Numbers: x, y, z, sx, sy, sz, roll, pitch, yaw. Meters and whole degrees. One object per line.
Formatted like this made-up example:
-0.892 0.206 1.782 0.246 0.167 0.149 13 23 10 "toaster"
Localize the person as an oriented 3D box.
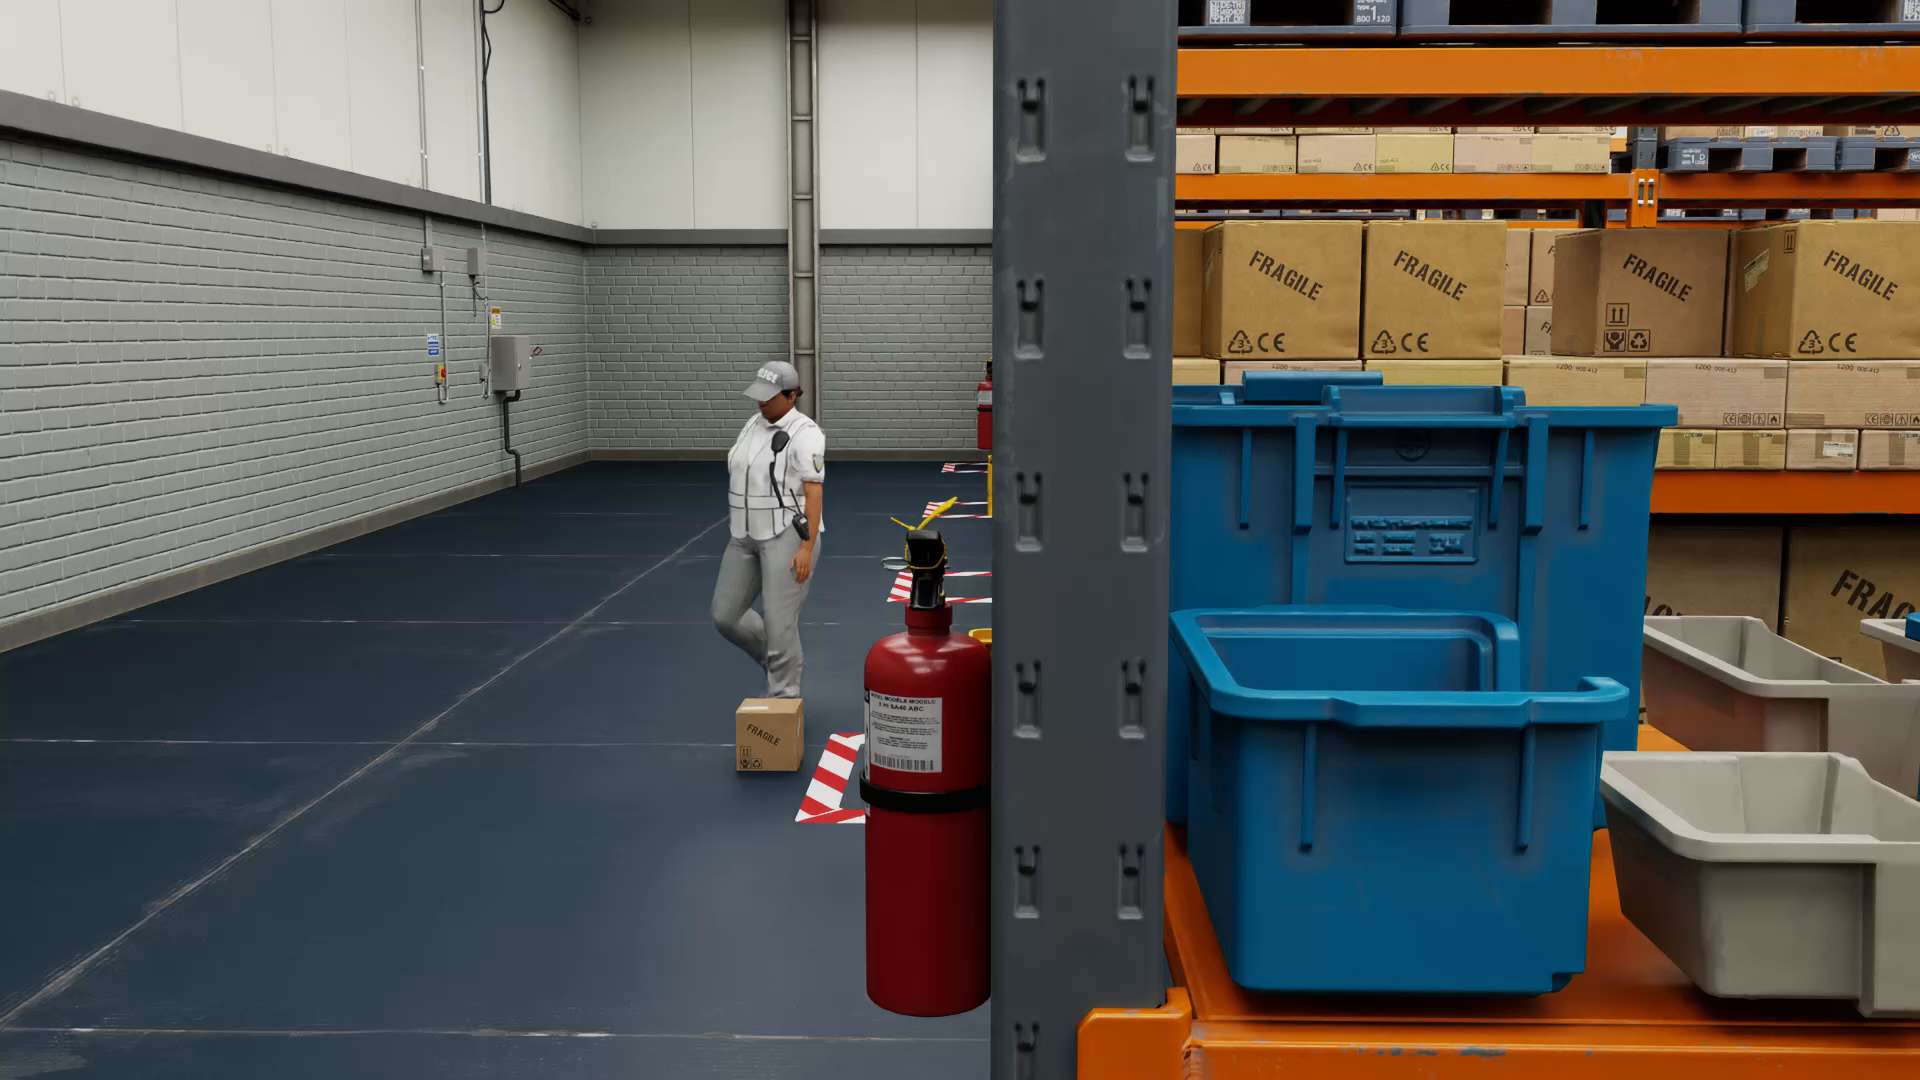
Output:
-0.847 0.019 7.542 0.516 1.660 0.516 5 9 36 "person"
